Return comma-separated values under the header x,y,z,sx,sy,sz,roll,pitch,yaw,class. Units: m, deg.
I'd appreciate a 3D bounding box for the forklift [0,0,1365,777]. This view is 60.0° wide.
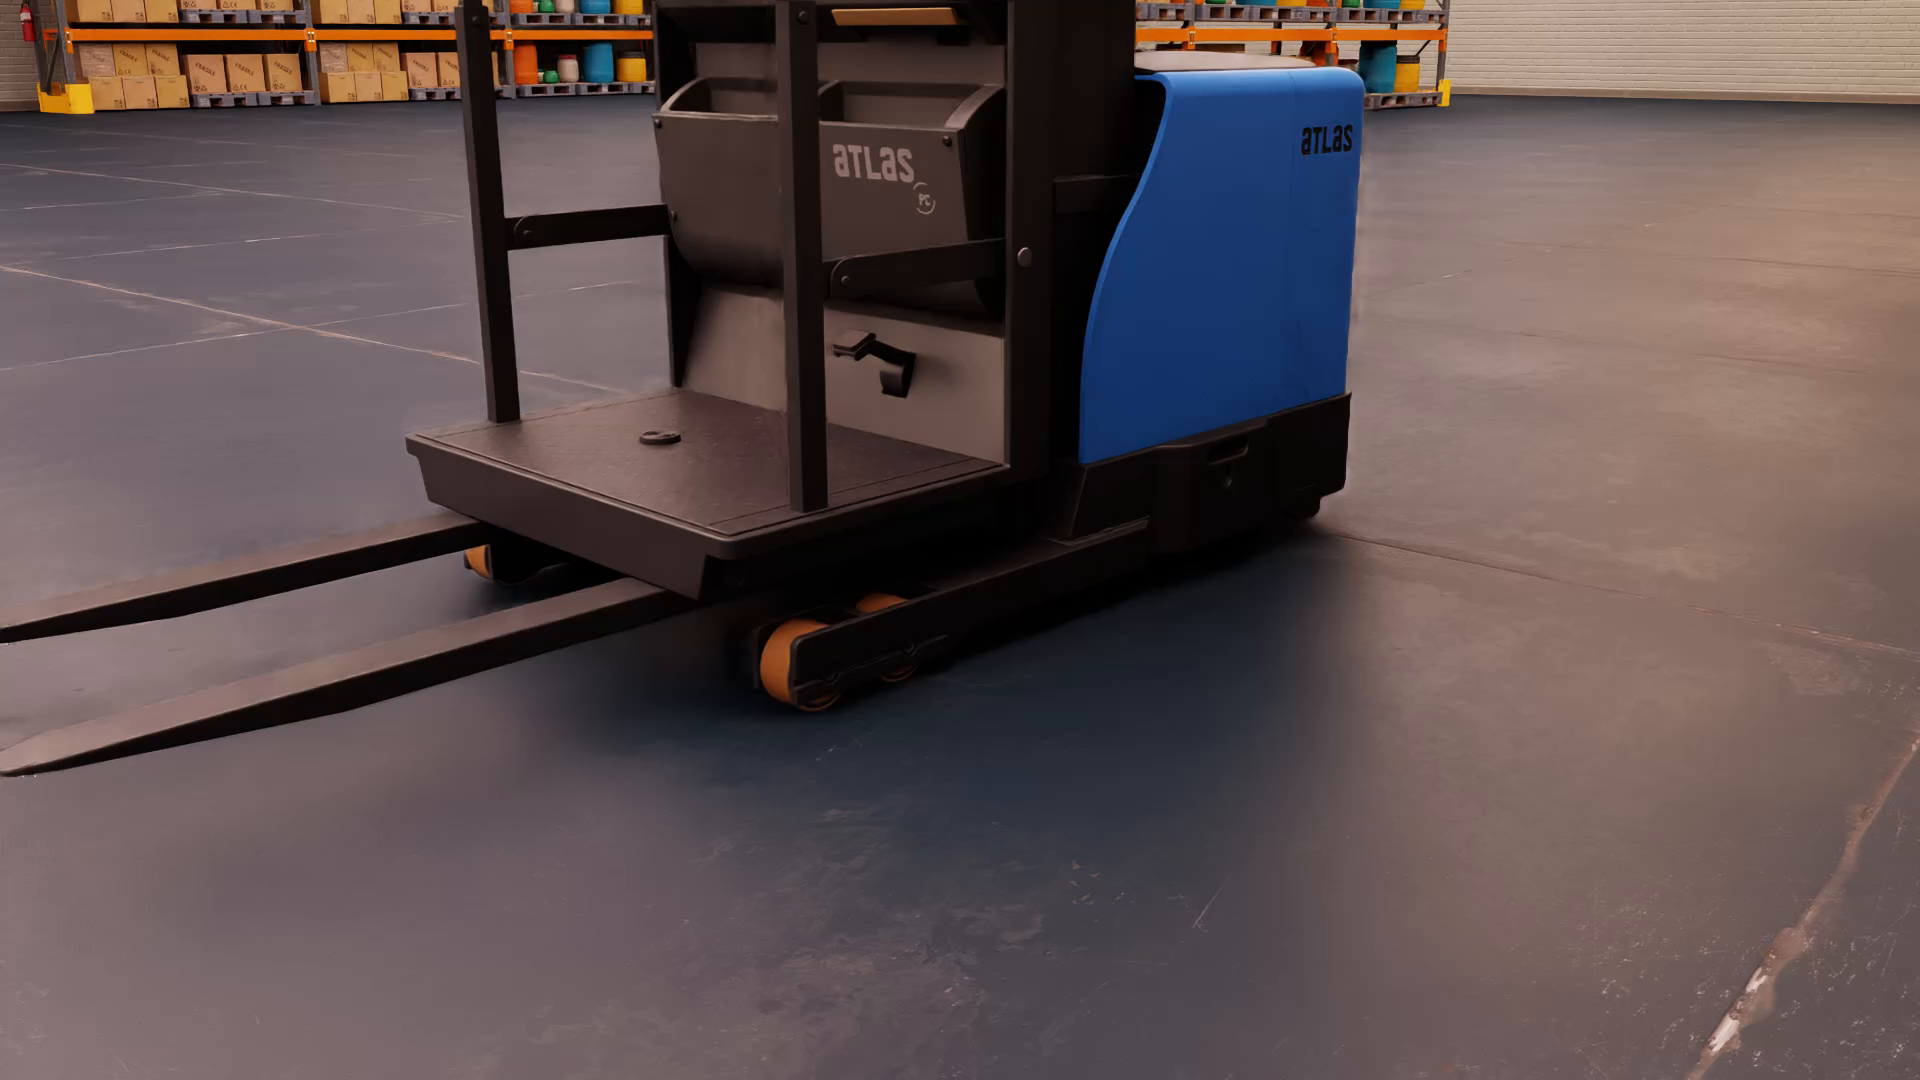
x,y,z,sx,sy,sz,roll,pitch,yaw,class
-0.431,-1.266,3.067,1.130,2.935,3.031,16,23,42,forklift
